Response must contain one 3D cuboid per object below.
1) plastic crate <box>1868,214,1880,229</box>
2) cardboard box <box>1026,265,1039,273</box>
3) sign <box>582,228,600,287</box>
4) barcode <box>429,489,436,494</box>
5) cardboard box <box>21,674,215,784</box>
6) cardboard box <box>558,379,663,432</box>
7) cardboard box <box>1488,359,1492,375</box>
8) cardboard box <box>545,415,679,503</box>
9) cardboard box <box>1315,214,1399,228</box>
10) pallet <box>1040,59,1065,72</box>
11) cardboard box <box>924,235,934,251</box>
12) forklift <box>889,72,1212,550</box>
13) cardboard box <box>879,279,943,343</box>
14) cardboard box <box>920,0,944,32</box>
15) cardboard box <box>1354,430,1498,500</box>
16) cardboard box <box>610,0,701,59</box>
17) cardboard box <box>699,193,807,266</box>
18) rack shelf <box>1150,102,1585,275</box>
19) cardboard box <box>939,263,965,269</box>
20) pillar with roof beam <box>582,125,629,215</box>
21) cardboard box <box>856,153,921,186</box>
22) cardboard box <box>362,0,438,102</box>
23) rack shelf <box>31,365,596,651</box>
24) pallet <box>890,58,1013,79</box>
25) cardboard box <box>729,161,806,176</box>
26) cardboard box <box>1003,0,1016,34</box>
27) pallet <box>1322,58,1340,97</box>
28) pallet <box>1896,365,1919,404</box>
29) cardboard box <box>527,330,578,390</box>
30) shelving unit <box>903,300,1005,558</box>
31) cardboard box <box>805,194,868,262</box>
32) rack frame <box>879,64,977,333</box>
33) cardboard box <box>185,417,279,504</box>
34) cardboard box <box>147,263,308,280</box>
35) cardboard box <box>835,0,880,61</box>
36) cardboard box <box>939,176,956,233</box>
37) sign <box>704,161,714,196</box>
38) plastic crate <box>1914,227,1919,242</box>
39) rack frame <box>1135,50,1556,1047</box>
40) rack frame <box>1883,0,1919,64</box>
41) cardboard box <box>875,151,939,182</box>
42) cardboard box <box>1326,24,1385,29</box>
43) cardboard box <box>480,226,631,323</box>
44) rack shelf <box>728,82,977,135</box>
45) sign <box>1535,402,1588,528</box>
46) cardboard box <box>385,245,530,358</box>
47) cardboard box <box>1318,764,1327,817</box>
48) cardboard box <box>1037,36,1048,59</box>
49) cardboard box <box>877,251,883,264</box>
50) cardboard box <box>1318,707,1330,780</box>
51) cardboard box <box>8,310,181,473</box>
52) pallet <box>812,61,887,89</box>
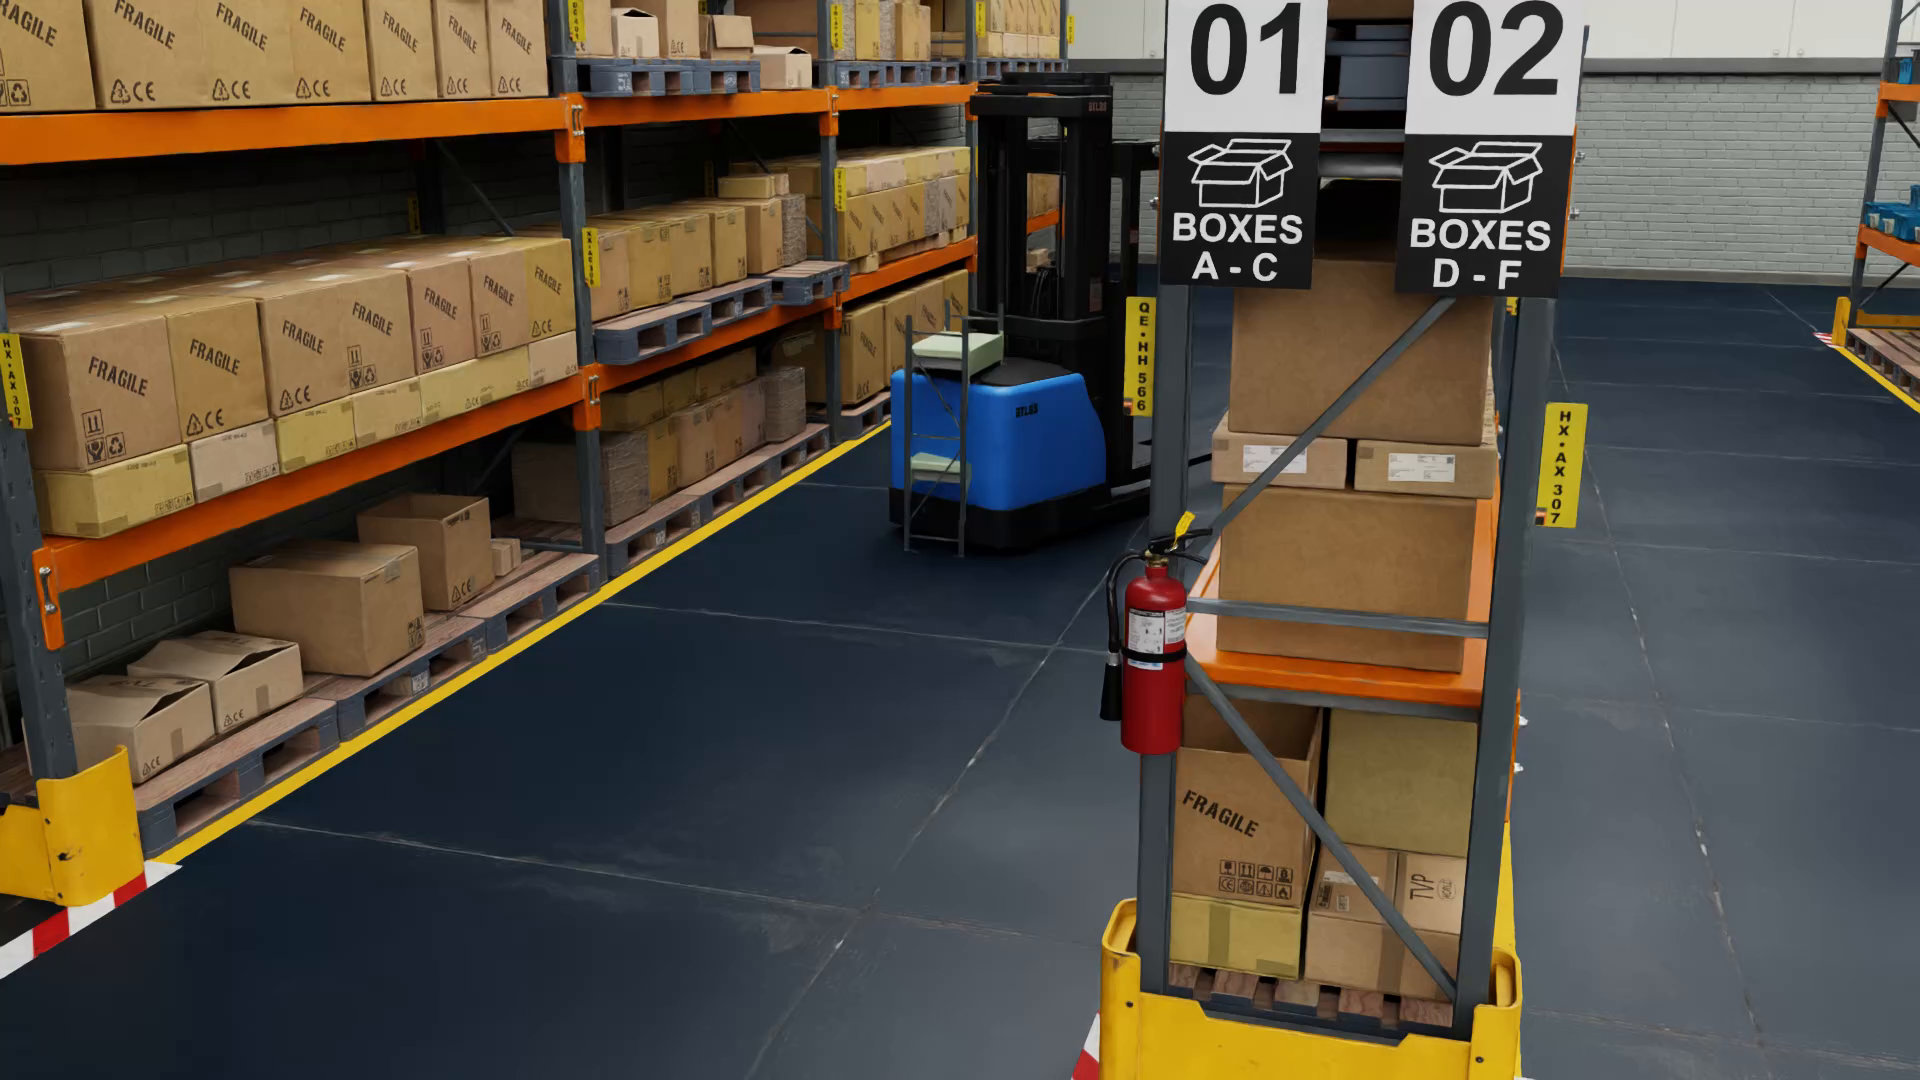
[{"bbox_3d":[9.754,-3.368,17.580,0.250,0.136,0.298,5,16,16],"label":"plastic crate"},{"bbox_3d":[0.567,-3.029,19.821,0.700,0.500,0.500,5,16,16],"label":"cardboard box"},{"bbox_3d":[-2.076,-1.588,9.344,0.100,0.325,0.005,5,16,16],"label":"sign"},{"bbox_3d":[-2.982,-0.252,9.408,0.001,0.075,0.075,5,16,16],"label":"barcode"},{"bbox_3d":[-3.452,0.743,6.834,0.500,0.311,0.500,3,16,10],"label":"cardboard box"},{"bbox_3d":[-2.283,-0.891,10.873,0.500,0.250,0.500,4,16,15],"label":"cardboard box"},{"bbox_3d":[1.698,-0.565,5.952,0.380,0.149,0.250,4,16,15],"label":"cardboard box"},{"bbox_3d":[-2.306,-0.553,11.058,0.700,0.500,0.500,4,16,15],"label":"cardboard box"},{"bbox_3d":[1.462,-0.859,5.800,0.700,0.500,0.500,5,16,16],"label":"cardboard box"},{"bbox_3d":[0.611,-5.556,19.587,1.003,0.211,1.213,5,16,16],"label":"pallet"},{"bbox_3d":[-0.467,-2.818,15.692,0.380,0.149,0.250,5,16,16],"label":"cardboard box"},{"bbox_3d":[0.892,-1.681,11.384,1.130,2.935,3.031,14,21,40],"label":"forklift"},{"bbox_3d":[-0.634,-2.059,15.763,0.750,0.750,0.750,5,17,18],"label":"cardboard box"},{"bbox_3d":[-0.350,-5.487,17.128,0.500,0.500,0.500,4,16,15],"label":"cardboard box"},{"bbox_3d":[1.334,-0.228,4.764,0.380,0.149,0.250,5,16,15],"label":"cardboard box"},{"bbox_3d":[-2.016,-3.364,10.743,0.500,0.500,0.500,4,16,14],"label":"cardboard box"},{"bbox_3d":[-1.585,-2.394,12.783,0.700,0.500,0.500,3,16,9],"label":"cardboard box"},{"bbox_3d":[1.584,-1.402,6.096,1.077,0.370,4.000,5,16,16],"label":"rack shelf"},{"bbox_3d":[-0.023,-2.988,18.490,0.380,0.149,0.250,4,16,14],"label":"cardboard box"},{"bbox_3d":[1.467,-4.537,10.335,9.100,9.000,0.400,5,16,16],"label":"pillar with roof beam"},{"bbox_3d":[-0.656,-3.324,14.913,0.500,0.250,0.500,4,16,15],"label":"cardboard box"},{"bbox_3d":[-2.782,-2.282,7.660,0.500,0.500,0.500,4,16,14],"label":"cardboard box"},{"bbox_3d":[-3.166,-0.342,7.857,1.077,0.370,4.000,5,16,16],"label":"rack shelf"},{"bbox_3d":[-0.082,-4.918,17.337,1.003,0.211,1.213,5,16,16],"label":"pallet"},{"bbox_3d":[-1.581,-2.958,13.623,0.500,0.250,0.500,5,17,17],"label":"cardboard box"},{"bbox_3d":[0.287,-5.586,17.477,0.500,0.500,0.500,4,16,15],"label":"cardboard box"},{"bbox_3d":[1.586,-1.685,5.940,1.003,0.211,1.213,5,16,16],"label":"pallet"},{"bbox_3d":[9.346,-1.390,15.343,1.003,0.211,1.213,5,16,16],"label":"pallet"},{"bbox_3d":[-2.442,-1.001,9.101,0.500,0.250,0.500,5,16,16],"label":"cardboard box"},{"bbox_3d":[-0.034,-0.728,10.636,0.431,1.500,0.755,6,17,18],"label":"shelving unit"},{"bbox_3d":[-1.078,-2.566,13.614,0.500,0.500,0.500,5,17,18],"label":"cardboard box"},{"bbox_3d":[-0.325,-3.304,16.982,1.000,3.000,0.127,5,16,16],"label":"rack frame"},{"bbox_3d":[-3.158,-0.342,6.778,0.500,0.250,0.500,4,16,14],"label":"cardboard box"},{"bbox_3d":[-3.366,-1.001,7.726,0.500,0.500,0.500,5,17,17],"label":"cardboard box"},{"bbox_3d":[-1.109,-4.378,14.283,0.700,0.500,0.500,6,17,19],"label":"cardboard box"},{"bbox_3d":[-0.350,-3.231,15.957,0.500,0.500,0.500,5,17,16],"label":"cardboard box"},{"bbox_3d":[-1.994,-2.857,13.283,0.100,0.325,0.005,5,16,16],"label":"sign"},{"bbox_3d":[9.381,-2.917,15.990,0.293,0.136,0.466,5,16,16],"label":"plastic crate"},{"bbox_3d":[1.016,0.218,4.563,1.000,3.000,0.127,5,16,16],"label":"rack frame"},{"bbox_3d":[10.311,-6.469,17.145,1.000,3.000,0.127,5,16,16],"label":"rack frame"},{"bbox_3d":[-0.512,-3.457,15.383,0.500,0.250,0.500,5,17,17],"label":"cardboard box"},{"bbox_3d":[1.090,-1.744,5.232,0.500,0.250,0.500,5,16,16],"label":"cardboard box"},{"bbox_3d":[-2.421,-1.602,9.990,0.700,0.500,0.500,5,16,16],"label":"cardboard box"},{"bbox_3d":[-0.893,-3.878,14.826,1.077,0.370,4.000,5,16,16],"label":"rack shelf"},{"bbox_3d":[1.546,-0.192,4.277,0.100,0.325,0.005,5,16,16],"label":"sign"},{"bbox_3d":[-2.572,-1.231,8.536,0.500,0.500,0.500,5,16,16],"label":"cardboard box"},{"bbox_3d":[1.156,0.913,6.382,0.500,0.250,0.500,5,16,16],"label":"cardboard box"},{"bbox_3d":[0.712,-5.623,18.984,0.500,0.250,0.500,4,16,14],"label":"cardboard box"},{"bbox_3d":[-0.890,-2.487,14.524,0.380,0.149,0.250,5,17,17],"label":"cardboard box"},{"bbox_3d":[1.153,0.552,6.281,0.500,0.500,0.500,5,16,16],"label":"cardboard box"},{"bbox_3d":[-3.311,-0.565,6.187,0.500,0.500,0.500,5,16,16],"label":"cardboard box"},{"bbox_3d":[-1.329,-3.783,13.518,1.213,0.211,1.003,5,17,18],"label":"pallet"}]
